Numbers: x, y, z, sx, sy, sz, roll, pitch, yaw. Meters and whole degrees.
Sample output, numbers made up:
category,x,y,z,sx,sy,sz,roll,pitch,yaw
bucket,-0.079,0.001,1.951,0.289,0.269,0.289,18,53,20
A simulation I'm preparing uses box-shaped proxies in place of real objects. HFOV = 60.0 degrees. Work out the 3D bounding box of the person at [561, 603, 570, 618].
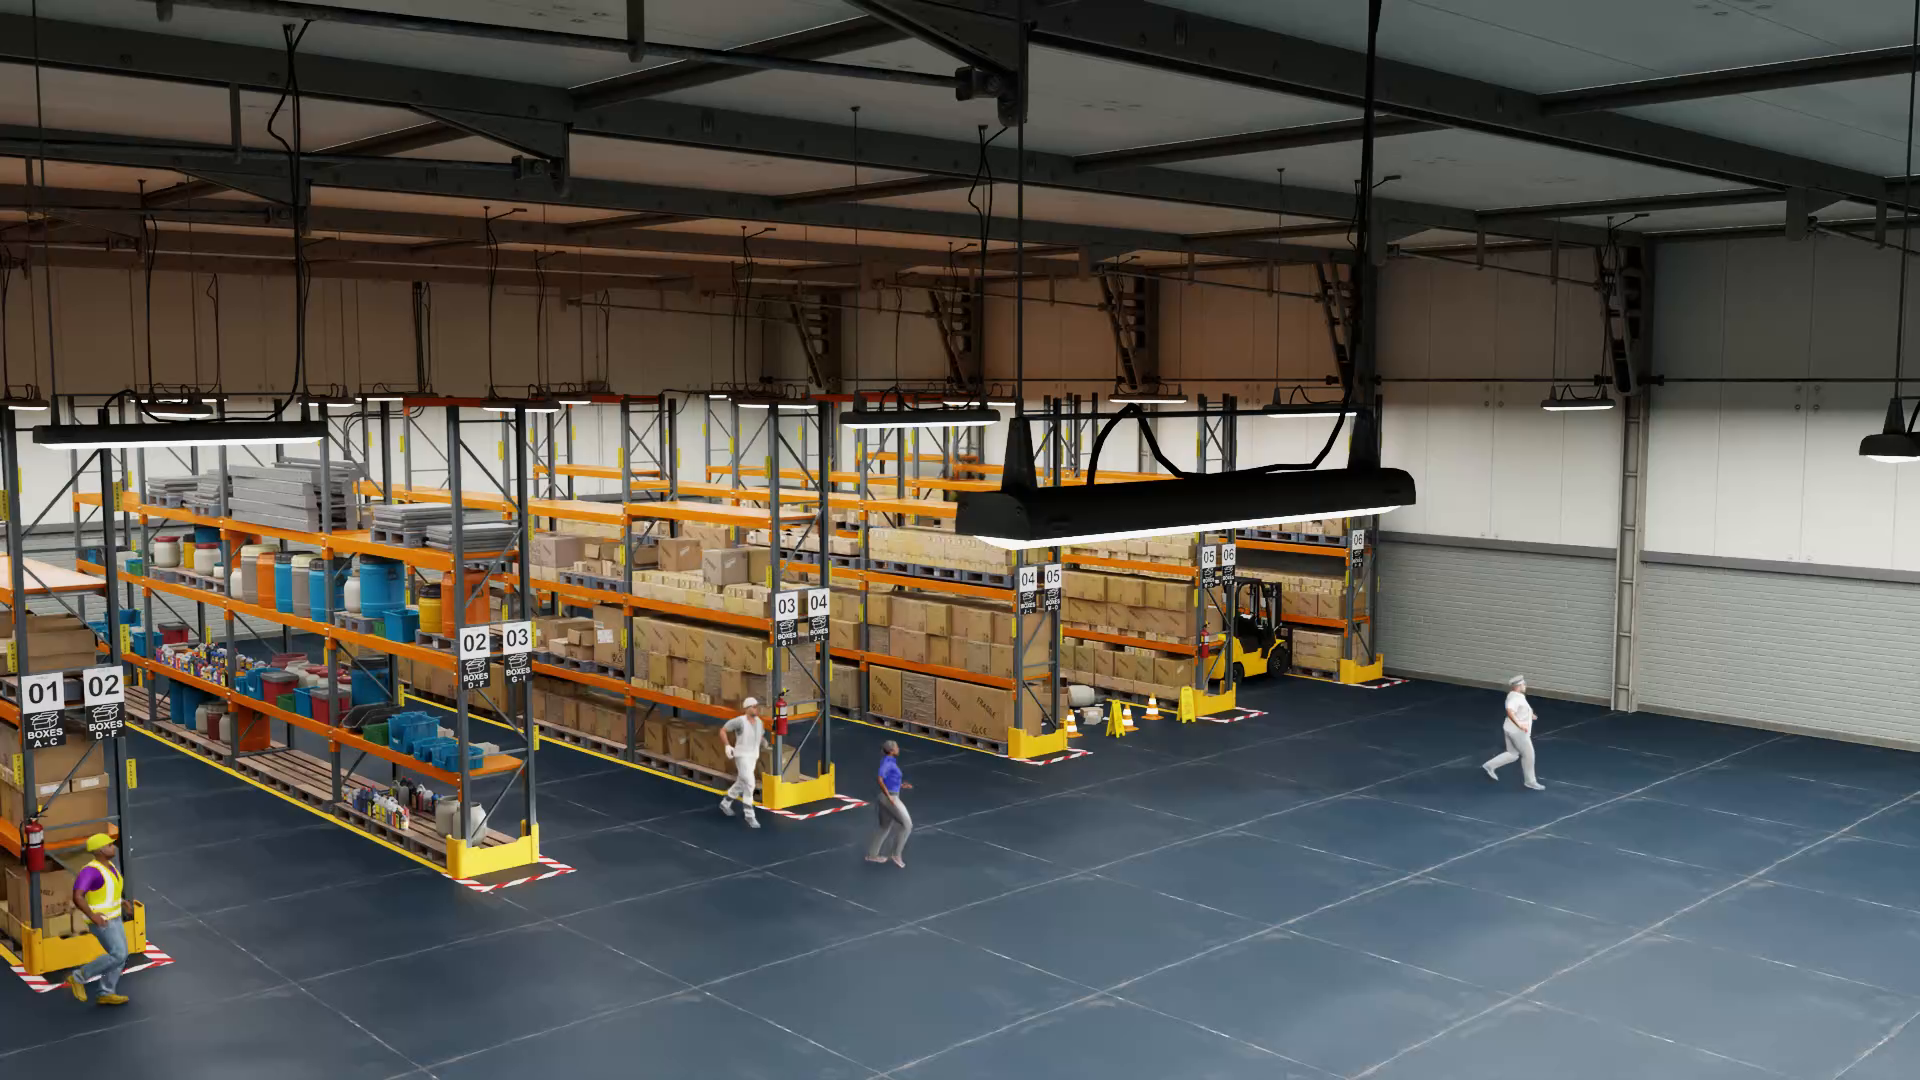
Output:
category,x,y,z,sx,sy,sz,roll,pitch,yaw
person,-9.845,1.503,41.106,0.722,1.792,0.643,-5,8,-44

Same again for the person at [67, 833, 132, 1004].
category,x,y,z,sx,sy,sz,roll,pitch,yaw
person,-8.765,3.847,16.954,0.554,1.714,0.772,-1,6,-12

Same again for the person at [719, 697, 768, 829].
category,x,y,z,sx,sy,sz,roll,pitch,yaw
person,-3.064,3.144,23.851,0.907,1.791,0.686,4,7,36

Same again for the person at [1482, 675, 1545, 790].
category,x,y,z,sx,sy,sz,roll,pitch,yaw
person,8.588,2.971,25.717,0.951,1.791,0.664,0,6,1

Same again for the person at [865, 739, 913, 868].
category,x,y,z,sx,sy,sz,roll,pitch,yaw
person,-0.910,3.489,21.617,0.625,1.607,0.566,-2,6,-17
